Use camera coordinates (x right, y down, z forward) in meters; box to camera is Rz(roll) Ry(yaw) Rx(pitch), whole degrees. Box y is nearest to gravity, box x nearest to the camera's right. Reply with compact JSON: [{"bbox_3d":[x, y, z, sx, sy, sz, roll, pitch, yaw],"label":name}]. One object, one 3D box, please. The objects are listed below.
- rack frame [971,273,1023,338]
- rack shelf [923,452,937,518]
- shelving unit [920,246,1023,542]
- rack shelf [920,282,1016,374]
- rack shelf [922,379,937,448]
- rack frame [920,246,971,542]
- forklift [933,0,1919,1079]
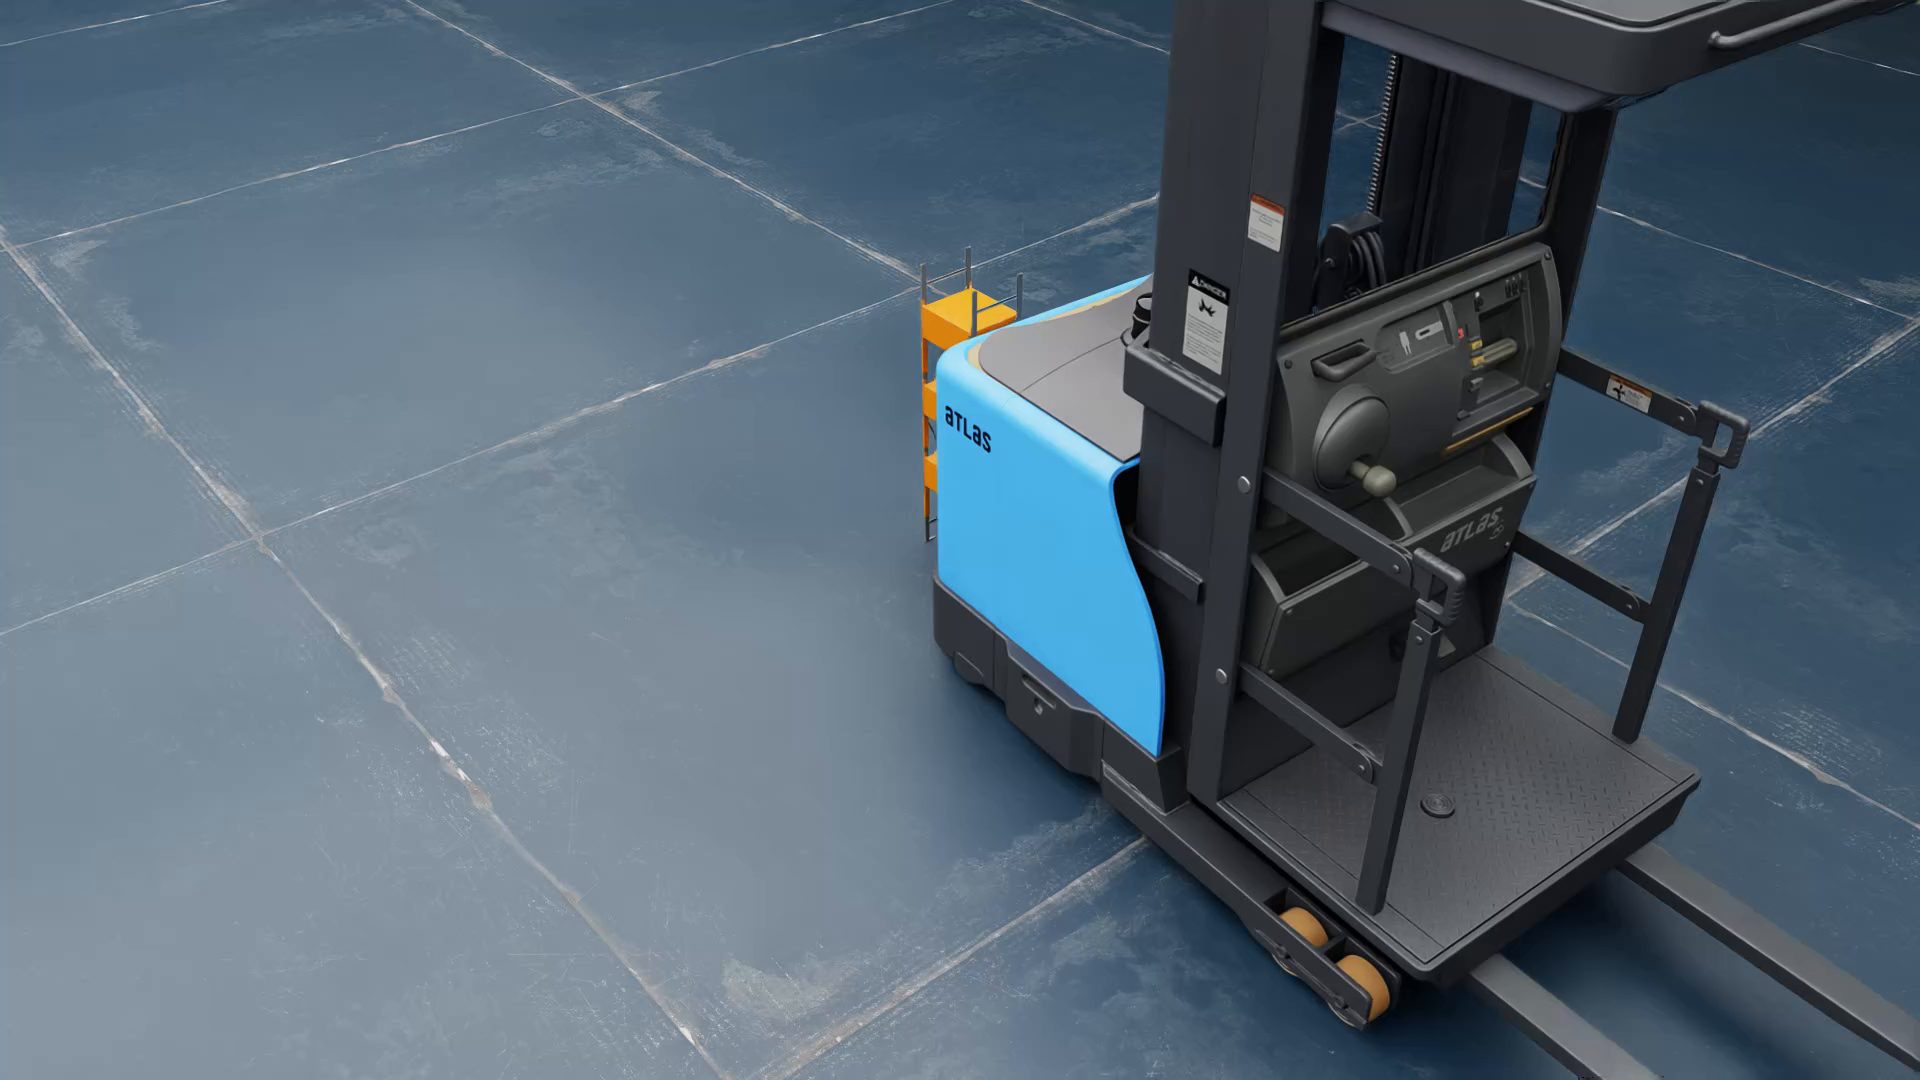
[{"bbox_3d":[0.113,-0.351,5.337,0.200,1.050,0.008,-26,43,-32],"label":"rack frame"},{"bbox_3d":[0.035,-0.169,5.580,0.215,0.259,0.240,-26,43,-32],"label":"rack shelf"},{"bbox_3d":[0.035,-0.405,5.413,0.215,1.050,0.252,-26,43,-32],"label":"shelving unit"},{"bbox_3d":[0.035,-0.628,5.255,0.215,0.259,0.240,-26,43,-32],"label":"rack shelf"},{"bbox_3d":[0.035,-0.396,5.419,0.215,0.259,0.240,-26,43,-32],"label":"rack shelf"},{"bbox_3d":[-0.044,-0.459,5.489,0.200,1.050,0.008,-26,43,-32],"label":"rack frame"},{"bbox_3d":[1.199,-0.334,3.685,1.130,2.935,3.031,-23,41,-29],"label":"forklift"}]
